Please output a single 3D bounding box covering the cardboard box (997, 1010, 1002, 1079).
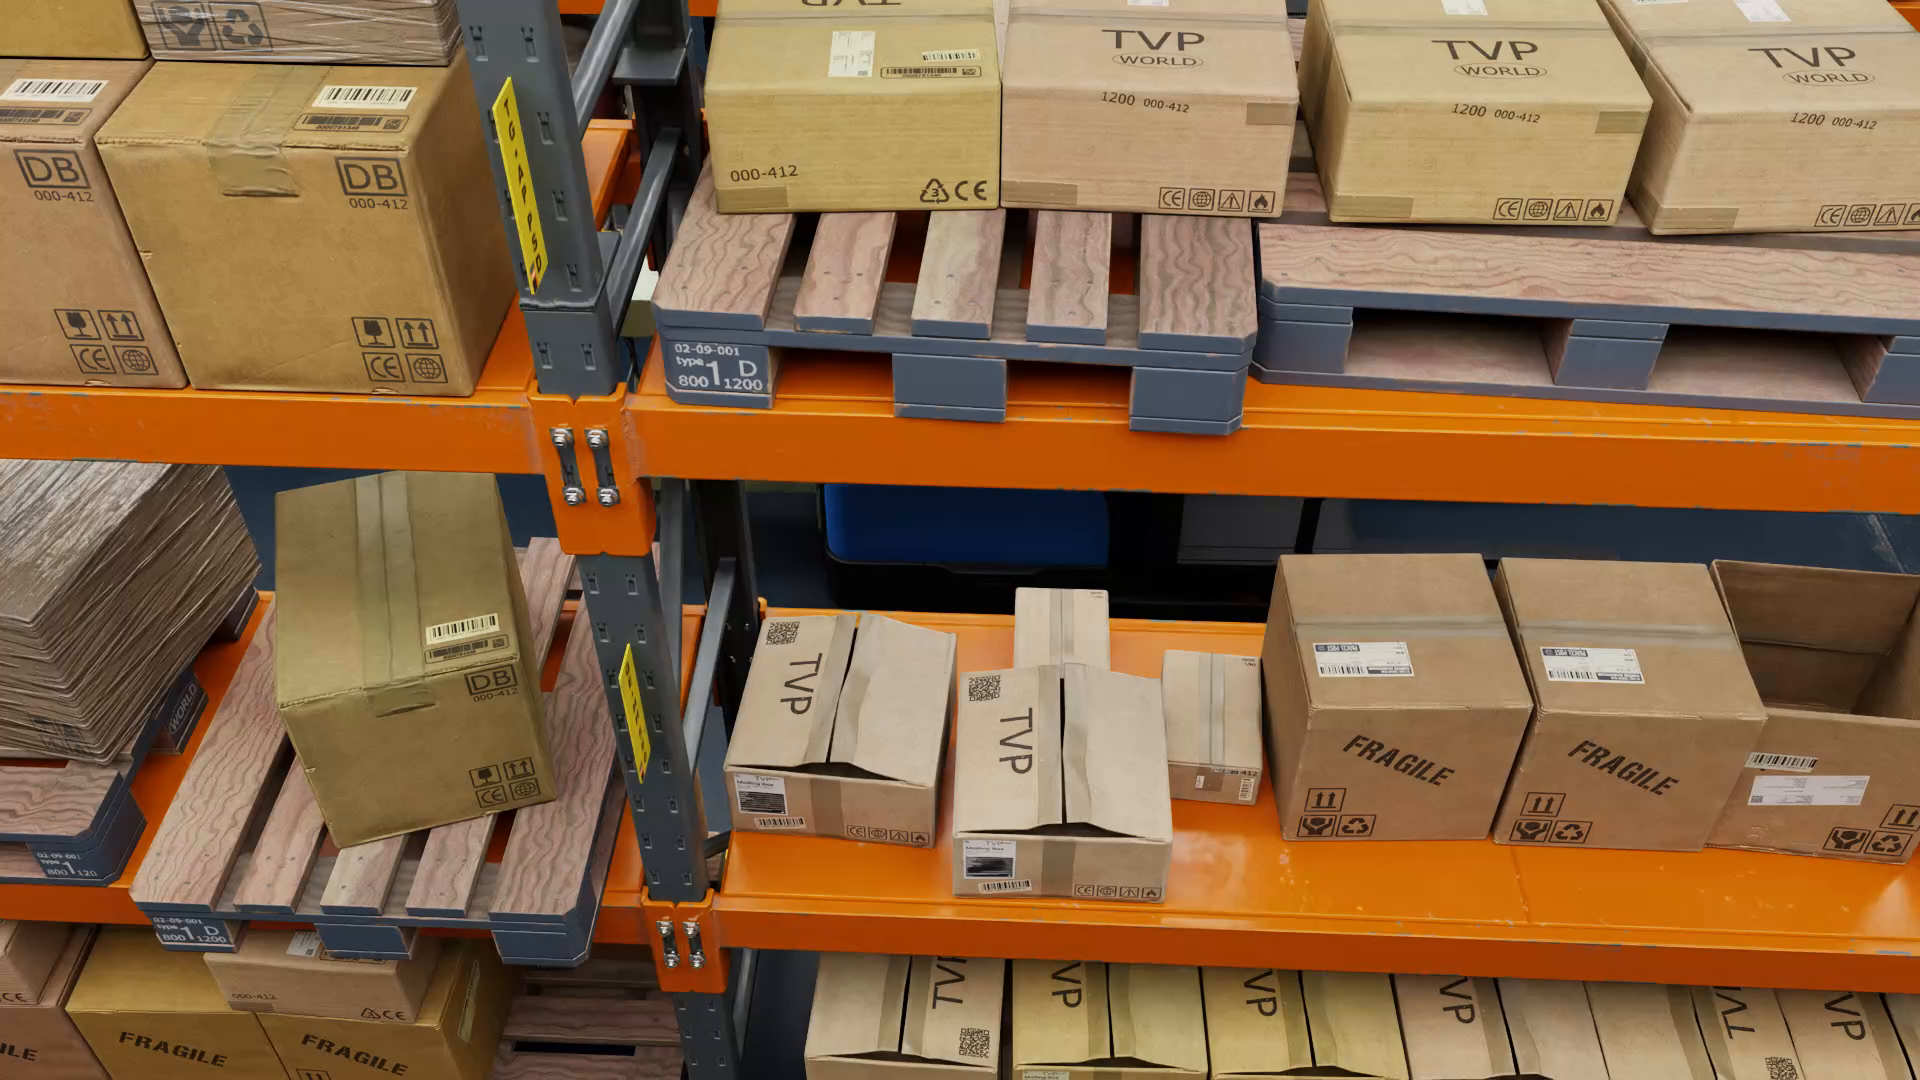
[{"bbox_3d":[-0.134,1.448,4.705,0.500,0.250,0.500,2,43,2],"label":"cardboard box"}]

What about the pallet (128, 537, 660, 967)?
[{"bbox_3d":[-1.324,0.476,4.179,1.003,0.211,1.213,2,43,2],"label":"pallet"}]

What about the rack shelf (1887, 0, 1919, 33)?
[{"bbox_3d":[5.577,-2.546,7.811,4.000,0.370,1.077,2,43,2],"label":"rack shelf"}]

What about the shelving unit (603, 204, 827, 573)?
[{"bbox_3d":[-0.889,-0.559,6.250,0.755,1.500,0.431,1,43,1],"label":"shelving unit"}]

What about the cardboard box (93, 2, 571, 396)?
[{"bbox_3d":[-1.081,-0.746,3.076,0.500,0.500,0.910,2,43,2],"label":"cardboard box"}]

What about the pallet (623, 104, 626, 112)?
[{"bbox_3d":[-2.422,-2.009,8.751,1.213,0.211,1.003,2,43,2],"label":"pallet"}]

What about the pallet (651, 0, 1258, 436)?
[{"bbox_3d":[0.038,-0.689,3.227,1.003,0.211,1.213,4,43,4],"label":"pallet"}]

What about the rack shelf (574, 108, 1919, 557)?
[{"bbox_3d":[1.354,-0.394,3.299,4.000,0.370,1.077,2,43,2],"label":"rack shelf"}]

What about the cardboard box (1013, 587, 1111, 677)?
[{"bbox_3d":[0.267,0.310,4.400,0.250,0.149,0.380,2,43,2],"label":"cardboard box"}]

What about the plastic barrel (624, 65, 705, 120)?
[{"bbox_3d":[-1.475,-2.197,8.425,0.421,0.512,0.421,0,43,0],"label":"plastic barrel"}]

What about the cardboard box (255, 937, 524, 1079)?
[{"bbox_3d":[-1.589,1.264,4.704,0.500,0.500,0.500,3,43,4],"label":"cardboard box"}]

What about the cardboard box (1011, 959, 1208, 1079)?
[{"bbox_3d":[0.391,1.253,4.502,0.500,0.311,0.500,1,43,1],"label":"cardboard box"}]

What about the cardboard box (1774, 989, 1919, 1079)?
[{"bbox_3d":[2.414,1.320,4.430,0.500,0.311,0.500,3,43,3],"label":"cardboard box"}]

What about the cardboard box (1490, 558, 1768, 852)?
[{"bbox_3d":[1.559,0.399,4.048,0.500,0.500,0.500,2,43,2],"label":"cardboard box"}]

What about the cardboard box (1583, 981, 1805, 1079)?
[{"bbox_3d":[1.916,1.303,4.448,0.500,0.311,0.500,2,43,2],"label":"cardboard box"}]

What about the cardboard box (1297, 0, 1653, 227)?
[{"bbox_3d":[0.907,-0.813,3.023,0.500,0.250,0.500,1,43,1],"label":"cardboard box"}]

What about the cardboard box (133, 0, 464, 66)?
[{"bbox_3d":[-1.080,-1.139,2.764,0.500,0.500,0.500,2,43,2],"label":"cardboard box"}]

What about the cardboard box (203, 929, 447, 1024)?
[{"bbox_3d":[-1.645,0.991,4.447,0.500,0.250,0.500,3,43,4],"label":"cardboard box"}]

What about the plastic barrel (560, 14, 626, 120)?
[{"bbox_3d":[-2.035,-2.303,8.483,0.708,0.588,0.600,2,43,2],"label":"plastic barrel"}]

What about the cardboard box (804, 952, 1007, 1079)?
[{"bbox_3d":[-0.134,1.242,4.514,0.500,0.311,0.500,3,43,3],"label":"cardboard box"}]

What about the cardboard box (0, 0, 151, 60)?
[{"bbox_3d":[-1.589,-1.154,2.781,0.500,0.500,0.500,2,43,2],"label":"cardboard box"}]

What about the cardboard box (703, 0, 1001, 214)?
[{"bbox_3d":[-0.188,-0.842,3.054,0.500,0.250,0.500,-1,43,-1],"label":"cardboard box"}]

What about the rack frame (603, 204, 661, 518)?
[{"bbox_3d":[-1.255,-0.565,6.256,0.023,1.500,0.400,1,43,1],"label":"rack frame"}]

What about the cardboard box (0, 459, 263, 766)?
[{"bbox_3d":[-2.183,0.088,4.073,0.500,0.500,0.700,9,44,10],"label":"cardboard box"}]

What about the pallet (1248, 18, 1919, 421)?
[{"bbox_3d":[1.155,-0.657,3.193,1.213,0.211,1.003,4,43,4],"label":"pallet"}]

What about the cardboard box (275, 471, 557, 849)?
[{"bbox_3d":[-1.278,0.246,3.904,0.500,0.500,0.700,-12,44,-12],"label":"cardboard box"}]

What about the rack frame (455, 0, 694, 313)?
[{"bbox_3d":[-0.644,-1.816,2.098,0.127,3.000,1.000,2,43,2],"label":"rack frame"}]

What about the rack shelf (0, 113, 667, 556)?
[{"bbox_3d":[-2.642,-0.517,3.431,4.000,0.370,1.077,2,43,2],"label":"rack shelf"}]

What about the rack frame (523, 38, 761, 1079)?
[{"bbox_3d":[-0.644,0.379,4.143,0.127,3.000,1.000,2,43,2],"label":"rack frame"}]

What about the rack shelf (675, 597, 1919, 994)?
[{"bbox_3d":[1.354,0.704,4.322,4.000,0.370,1.077,2,43,2],"label":"rack shelf"}]

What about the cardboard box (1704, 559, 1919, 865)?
[{"bbox_3d":[2.059,0.414,4.031,0.500,0.500,0.500,5,43,5],"label":"cardboard box"}]

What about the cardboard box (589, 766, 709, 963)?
[{"bbox_3d":[-1.086,0.924,5.068,0.500,0.500,0.500,3,43,4],"label":"cardboard box"}]

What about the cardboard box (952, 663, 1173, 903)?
[{"bbox_3d":[0.241,0.571,4.002,0.500,0.311,0.500,1,43,1],"label":"cardboard box"}]

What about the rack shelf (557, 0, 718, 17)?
[{"bbox_3d":[-2.415,-2.792,8.074,4.000,0.370,1.077,2,43,2],"label":"rack shelf"}]

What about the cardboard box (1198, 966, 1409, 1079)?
[{"bbox_3d":[0.900,1.270,4.484,0.500,0.311,0.500,1,43,1],"label":"cardboard box"}]

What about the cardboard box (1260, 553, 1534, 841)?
[{"bbox_3d":[1.033,0.383,4.065,0.500,0.500,0.500,0,43,0],"label":"cardboard box"}]

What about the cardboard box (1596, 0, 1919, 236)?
[{"bbox_3d":[1.445,-0.795,3.004,0.500,0.250,0.500,-2,43,-2],"label":"cardboard box"}]

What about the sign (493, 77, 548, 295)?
[{"bbox_3d":[-0.671,-0.538,2.547,0.005,0.325,0.100,2,43,2],"label":"sign"}]

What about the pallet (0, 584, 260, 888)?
[{"bbox_3d":[-2.587,0.393,4.269,1.213,0.211,1.003,2,43,2],"label":"pallet"}]

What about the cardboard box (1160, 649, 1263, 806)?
[{"bbox_3d":[0.632,0.472,4.227,0.250,0.149,0.380,5,43,5],"label":"cardboard box"}]

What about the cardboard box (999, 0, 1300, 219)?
[{"bbox_3d":[0.336,-0.838,3.050,0.500,0.250,0.500,3,43,3],"label":"cardboard box"}]

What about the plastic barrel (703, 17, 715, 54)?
[{"bbox_3d":[-0.907,-2.357,8.363,0.708,0.830,0.600,2,43,2],"label":"plastic barrel"}]

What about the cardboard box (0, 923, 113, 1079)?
[{"bbox_3d":[-2.630,1.236,4.734,0.500,0.500,0.500,0,43,0],"label":"cardboard box"}]

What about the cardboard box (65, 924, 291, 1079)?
[{"bbox_3d":[-2.106,1.248,4.721,0.500,0.500,0.500,0,43,0],"label":"cardboard box"}]

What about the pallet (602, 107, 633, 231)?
[{"bbox_3d":[-1.207,-1.969,8.709,1.213,0.211,1.003,2,43,2],"label":"pallet"}]

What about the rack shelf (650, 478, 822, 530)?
[{"bbox_3d":[-0.889,-0.320,6.472,0.720,0.370,0.431,1,43,1],"label":"rack shelf"}]

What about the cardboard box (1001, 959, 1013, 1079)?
[{"bbox_3d":[0.368,1.462,4.689,0.500,0.250,0.500,1,43,1],"label":"cardboard box"}]

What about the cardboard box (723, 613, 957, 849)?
[{"bbox_3d":[-0.283,0.453,4.129,0.500,0.311,0.500,4,43,5],"label":"cardboard box"}]

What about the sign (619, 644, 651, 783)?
[{"bbox_3d":[-0.659,0.354,3.378,0.005,0.325,0.100,2,43,2],"label":"sign"}]

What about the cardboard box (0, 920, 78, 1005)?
[{"bbox_3d":[-2.668,0.962,4.478,0.500,0.250,0.500,1,43,1],"label":"cardboard box"}]

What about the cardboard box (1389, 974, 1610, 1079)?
[{"bbox_3d":[1.414,1.285,4.467,0.500,0.311,0.500,1,43,1],"label":"cardboard box"}]

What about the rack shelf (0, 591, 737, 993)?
[{"bbox_3d":[-2.642,0.581,4.454,4.000,0.370,1.077,2,43,2],"label":"rack shelf"}]

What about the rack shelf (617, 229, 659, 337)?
[{"bbox_3d":[-0.889,-0.844,5.984,0.720,0.370,0.431,1,43,1],"label":"rack shelf"}]

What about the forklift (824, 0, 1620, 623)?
[{"bbox_3d":[1.015,-1.089,5.769,3.031,2.935,1.130,1,43,1],"label":"forklift"}]

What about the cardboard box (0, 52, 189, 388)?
[{"bbox_3d":[-1.591,-0.761,3.093,0.500,0.500,0.910,2,43,2],"label":"cardboard box"}]

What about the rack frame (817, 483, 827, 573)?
[{"bbox_3d":[-0.523,-0.552,6.243,0.023,1.500,0.400,1,43,1],"label":"rack frame"}]

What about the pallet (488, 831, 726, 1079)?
[{"bbox_3d":[-1.388,1.351,5.145,1.213,0.211,1.003,2,43,2],"label":"pallet"}]
